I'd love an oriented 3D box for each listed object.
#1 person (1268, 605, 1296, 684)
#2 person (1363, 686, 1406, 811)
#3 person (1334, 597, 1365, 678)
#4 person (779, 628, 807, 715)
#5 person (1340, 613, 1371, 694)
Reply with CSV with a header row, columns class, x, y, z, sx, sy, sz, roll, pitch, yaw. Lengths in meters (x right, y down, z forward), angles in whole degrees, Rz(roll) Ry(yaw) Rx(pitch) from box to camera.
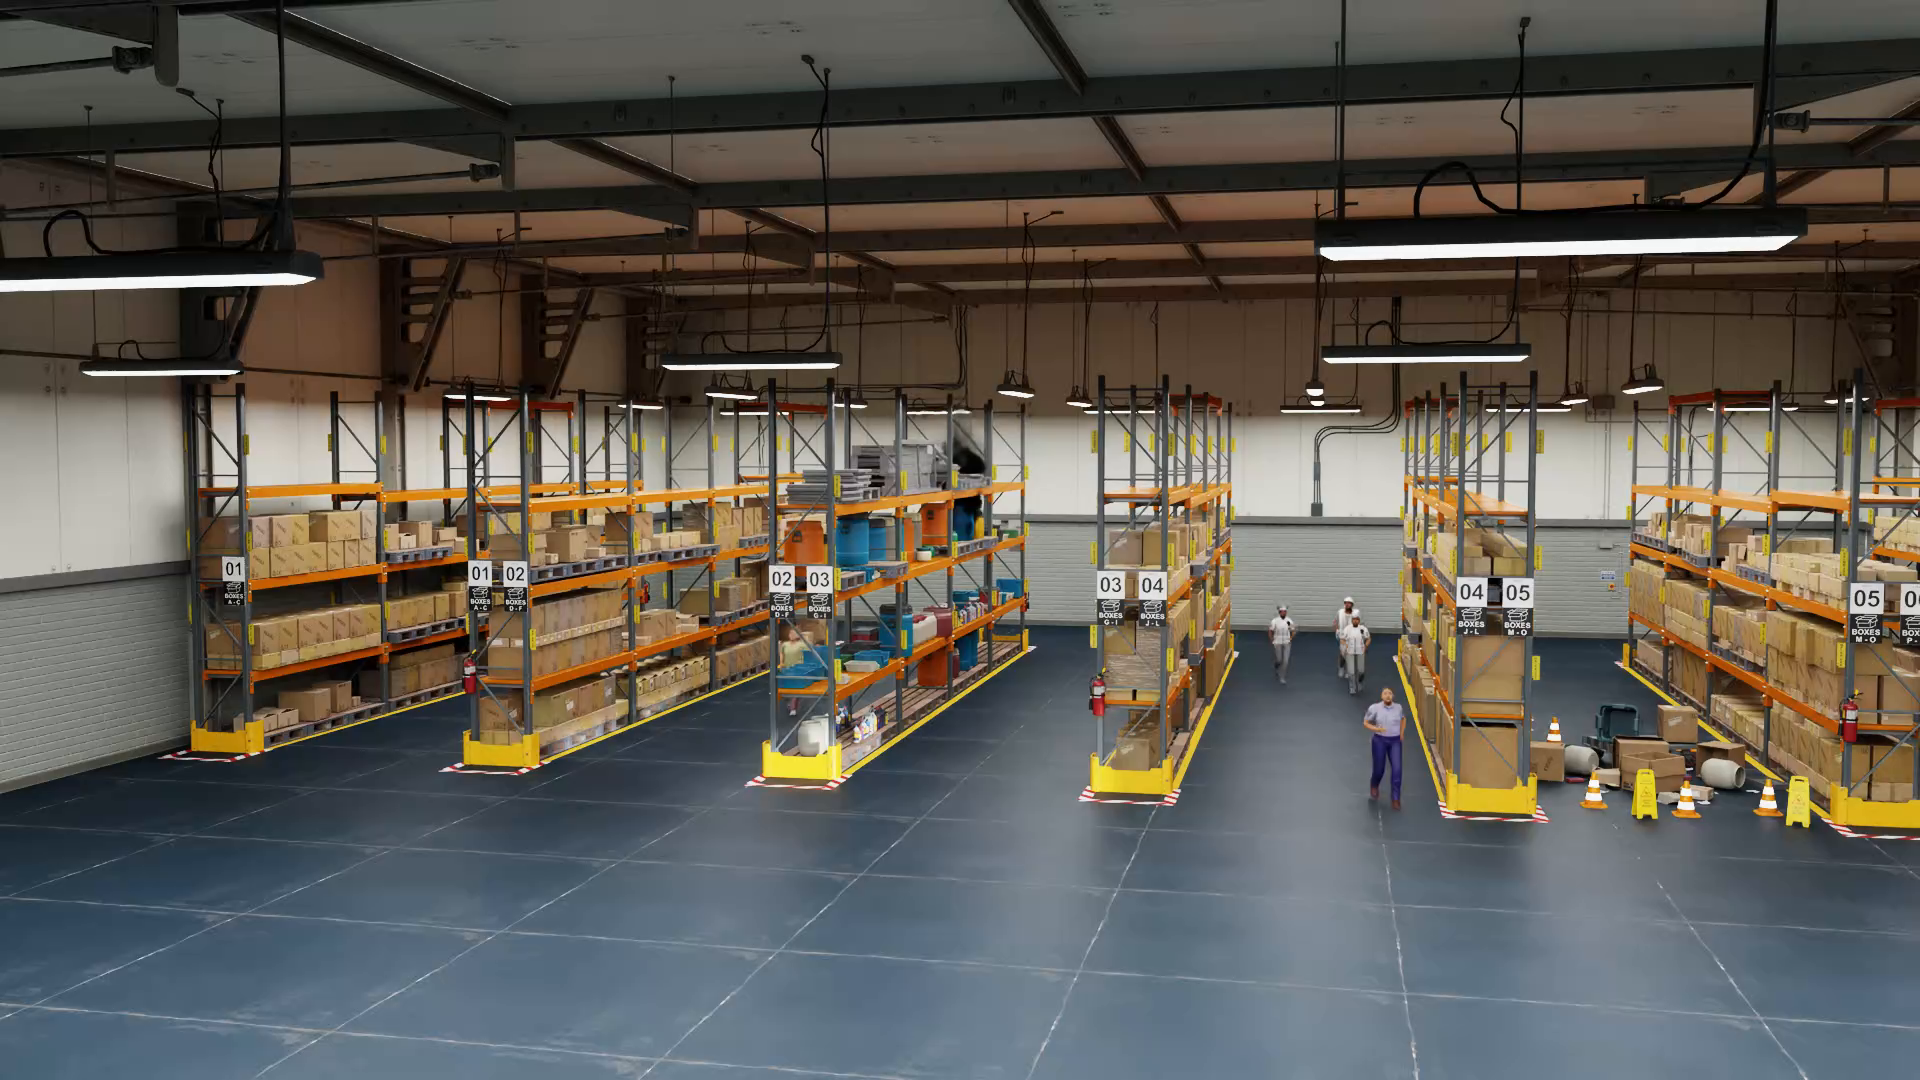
class,x,y,z,sx,sy,sz,roll,pitch,yaw
person,6.789,2.180,35.028,0.575,1.660,0.562,0,3,3
person,5.913,2.875,23.112,0.611,1.666,0.787,0,3,4
person,8.285,2.092,35.427,0.657,1.749,0.631,1,3,16
person,-3.095,2.431,30.687,0.580,1.624,0.533,0,3,8
person,7.925,2.287,33.324,0.599,1.612,0.557,1,3,13
